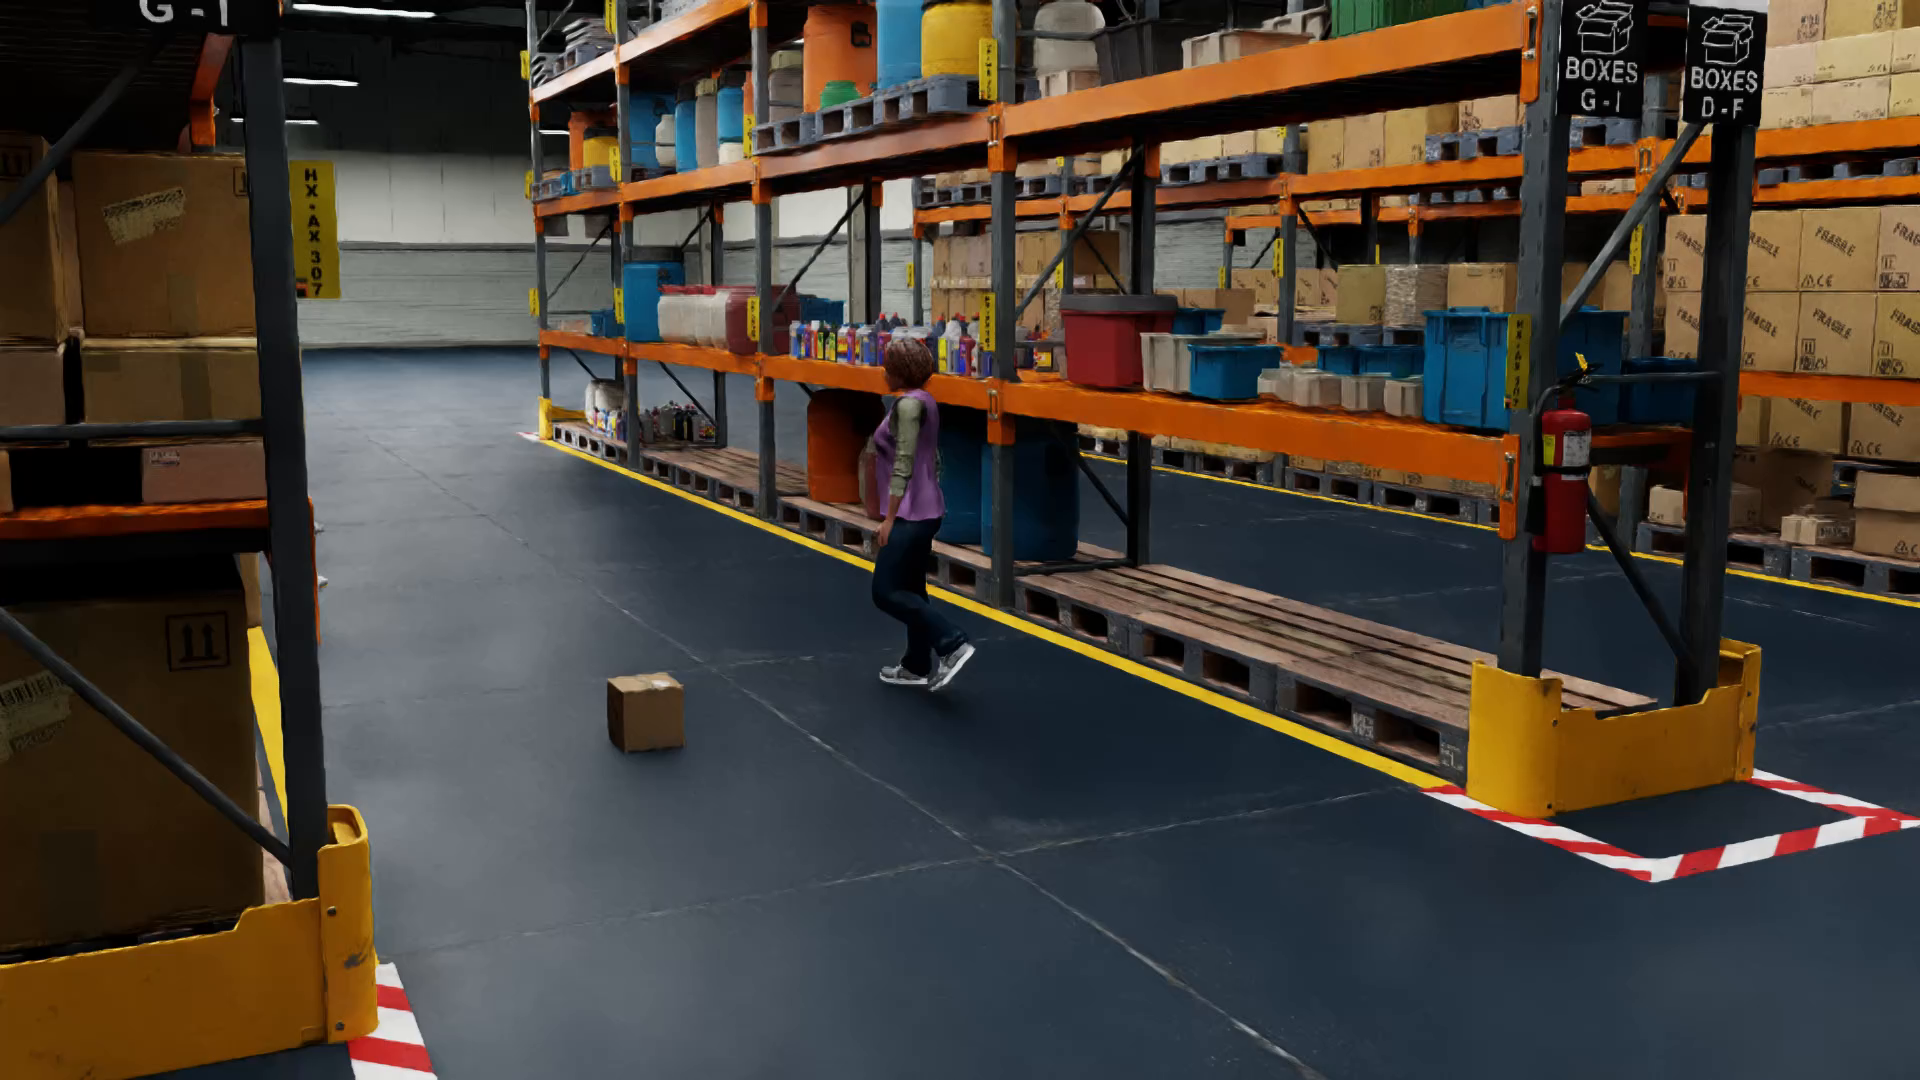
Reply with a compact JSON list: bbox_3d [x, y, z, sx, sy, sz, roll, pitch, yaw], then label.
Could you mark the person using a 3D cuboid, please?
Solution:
[{"bbox_3d":[-0.162,-0.091,7.352,0.498,1.594,0.560,1,9,8],"label":"person"}]
